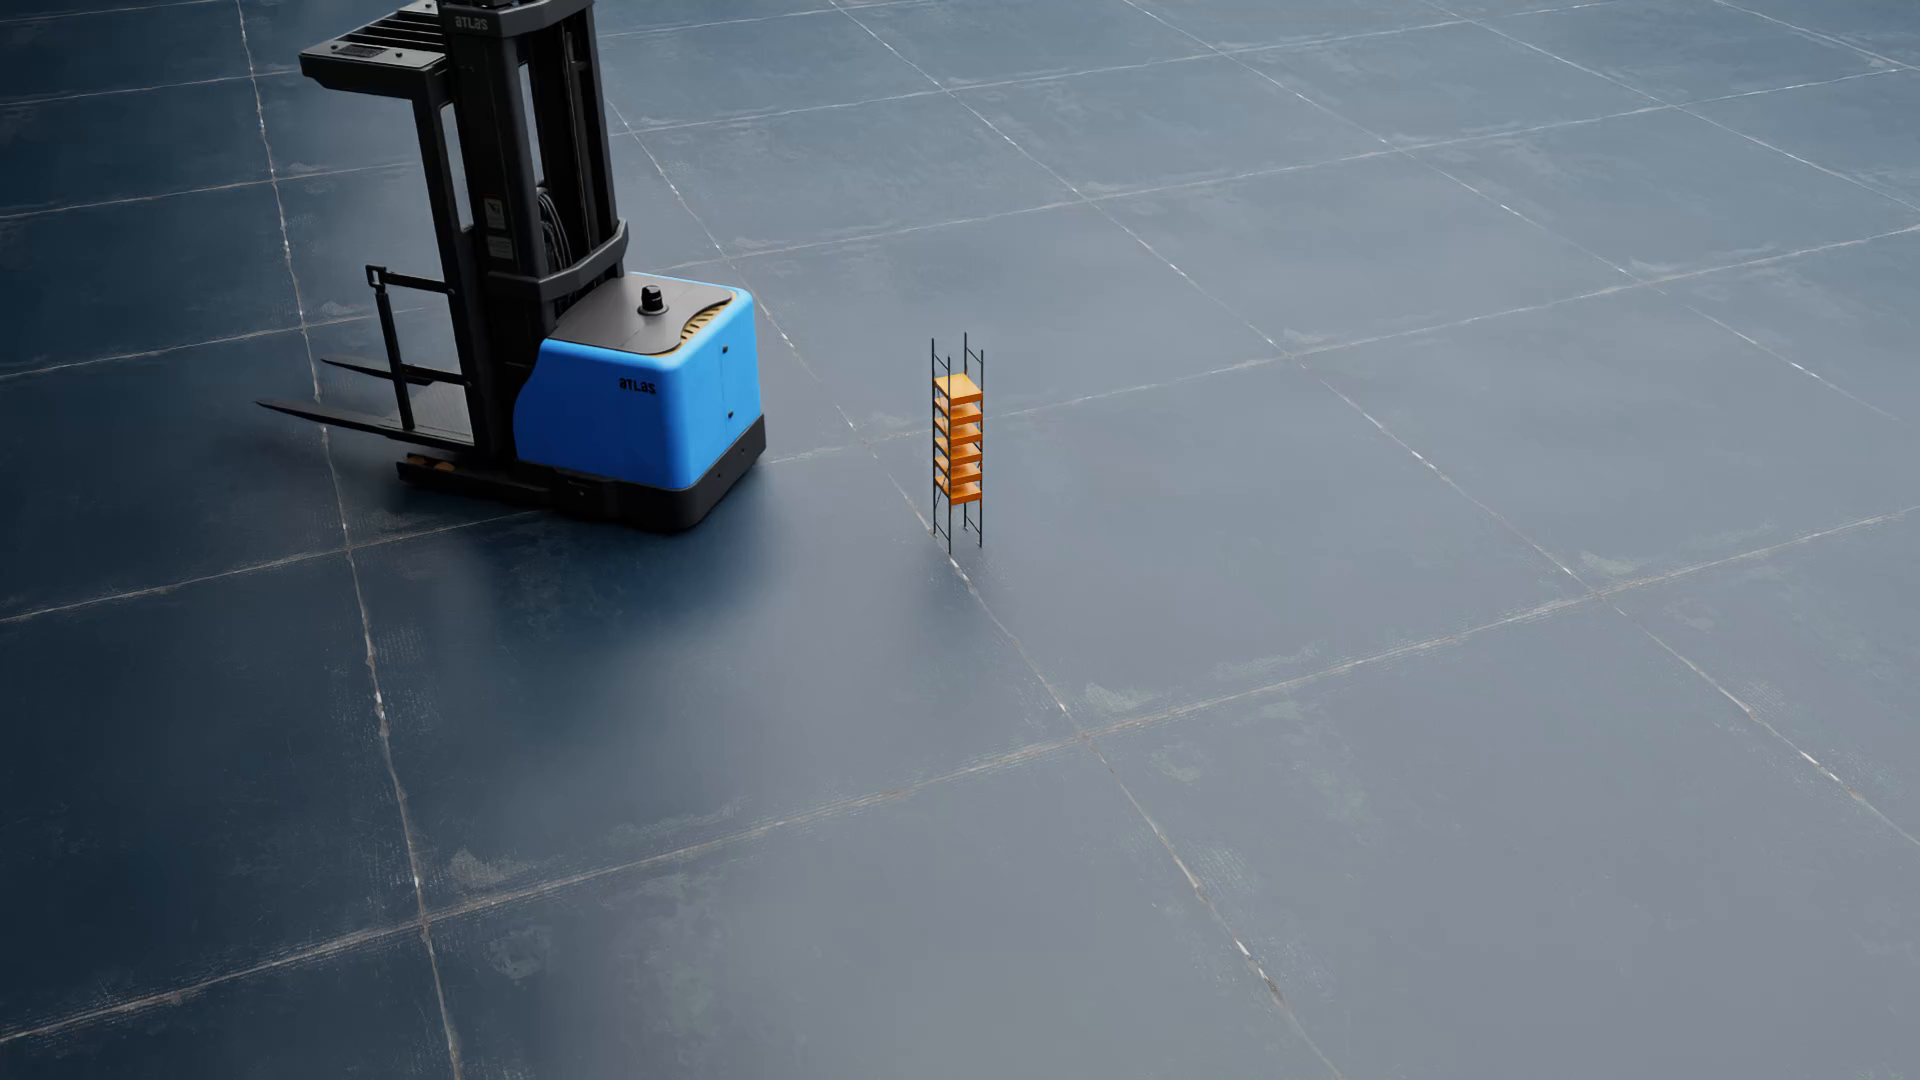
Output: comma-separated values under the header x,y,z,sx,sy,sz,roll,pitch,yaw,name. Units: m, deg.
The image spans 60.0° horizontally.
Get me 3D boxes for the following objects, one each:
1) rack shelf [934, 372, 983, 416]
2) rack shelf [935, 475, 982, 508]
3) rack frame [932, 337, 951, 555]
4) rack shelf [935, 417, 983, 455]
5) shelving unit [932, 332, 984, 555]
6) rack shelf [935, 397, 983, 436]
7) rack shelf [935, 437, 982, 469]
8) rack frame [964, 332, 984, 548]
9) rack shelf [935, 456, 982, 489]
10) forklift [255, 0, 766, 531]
x,y,z,sx,sy,sz,roll,pitch,yaw,name
-0.013,-0.764,8.664,0.180,0.103,0.258,-13,35,-19,rack shelf
-0.013,-0.261,8.991,0.180,0.103,0.258,-13,35,-19,rack shelf
-0.098,-0.481,8.806,0.006,1.200,0.240,-13,35,-19,rack frame
-0.013,-0.563,8.795,0.180,0.103,0.258,-13,35,-19,rack shelf
-0.013,-0.500,8.836,0.189,1.200,0.258,-13,35,-19,shelving unit
-0.013,-0.664,8.729,0.180,0.103,0.258,-13,35,-19,rack shelf
-0.013,-0.463,8.860,0.180,0.103,0.258,-13,35,-19,rack shelf
0.071,-0.519,8.866,0.006,1.200,0.240,-13,35,-19,rack frame
-0.013,-0.362,8.926,0.180,0.103,0.258,-13,35,-19,rack shelf
-2.724,-1.767,9.196,3.031,2.935,1.130,11,35,17,forklift
